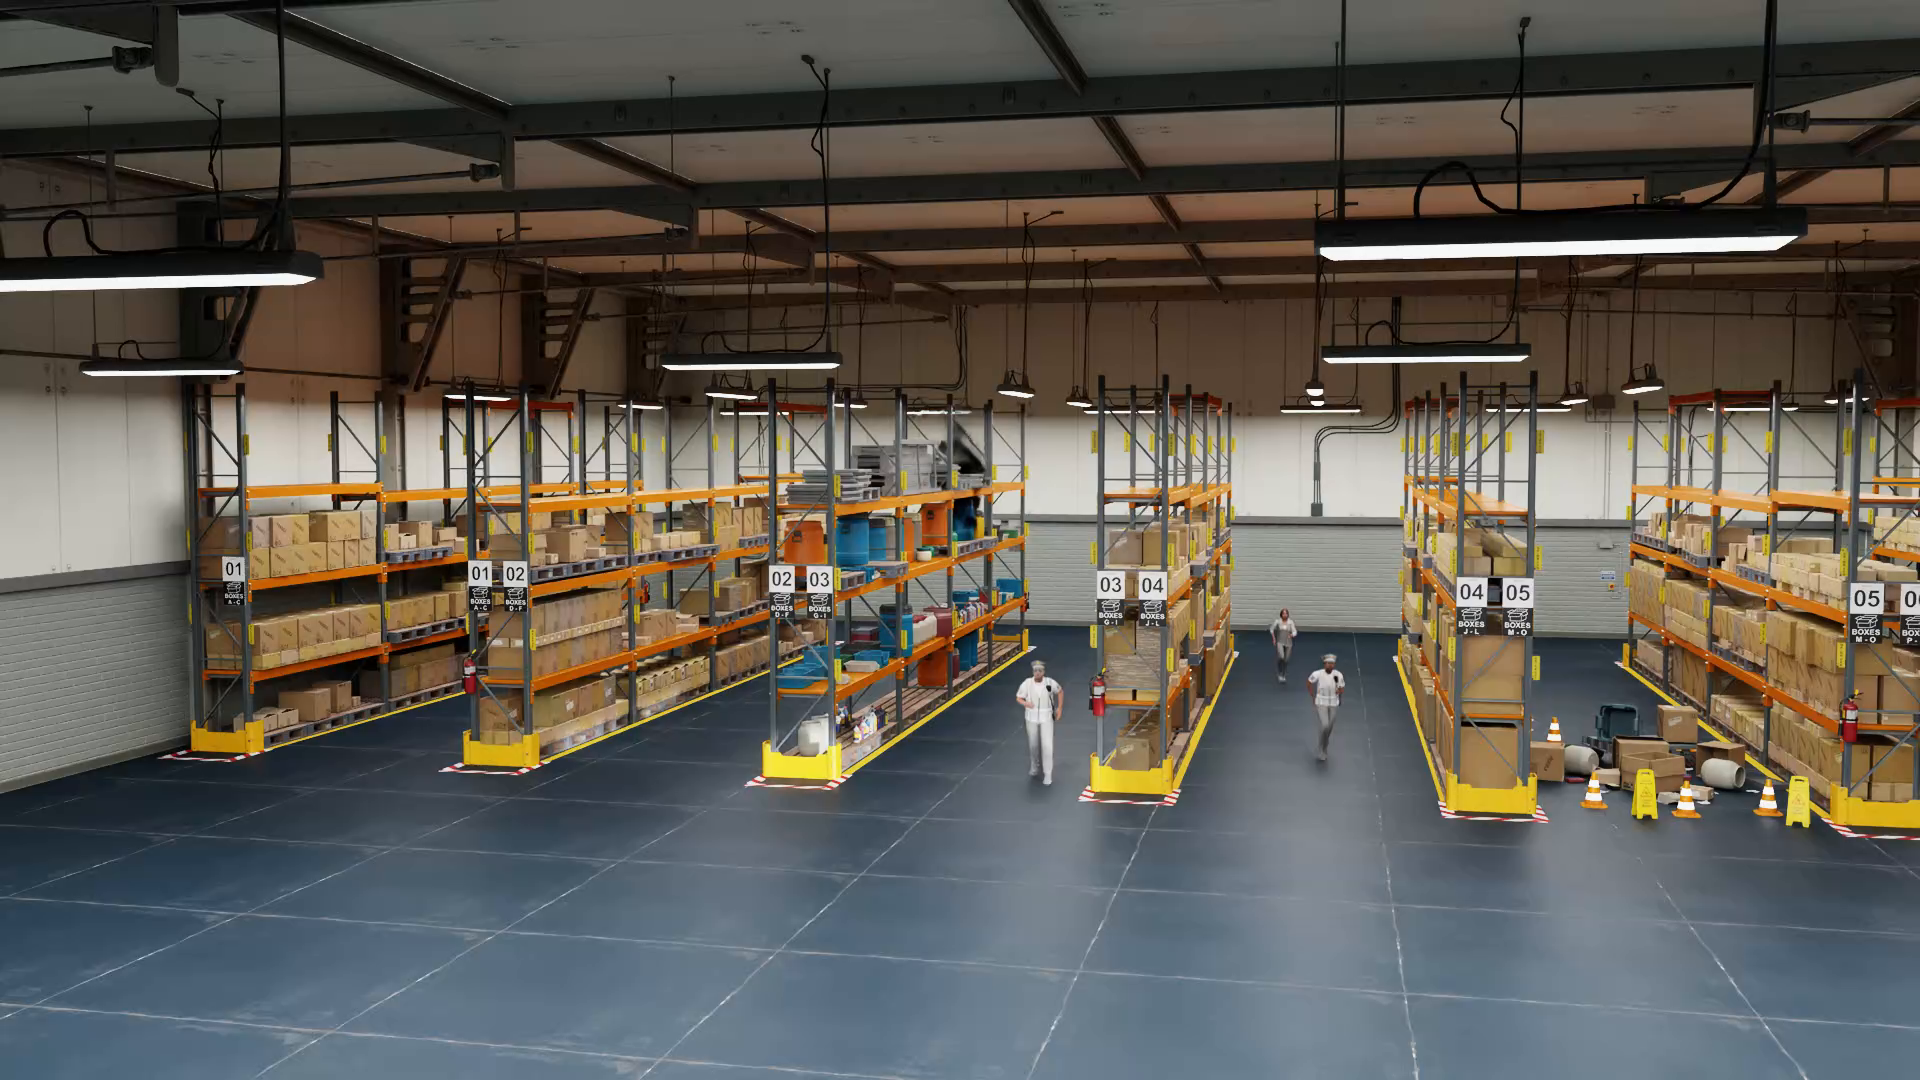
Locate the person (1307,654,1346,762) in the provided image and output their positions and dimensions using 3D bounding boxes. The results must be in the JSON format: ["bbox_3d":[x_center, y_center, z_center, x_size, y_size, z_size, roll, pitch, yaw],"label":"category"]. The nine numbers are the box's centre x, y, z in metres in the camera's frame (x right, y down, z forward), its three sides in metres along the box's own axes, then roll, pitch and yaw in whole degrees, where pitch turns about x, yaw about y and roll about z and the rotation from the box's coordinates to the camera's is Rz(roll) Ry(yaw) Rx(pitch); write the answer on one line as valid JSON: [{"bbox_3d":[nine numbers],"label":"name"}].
[{"bbox_3d":[5.846,2.656,26.488,0.559,1.718,0.760,0,3,-6],"label":"person"}]

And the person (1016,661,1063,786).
[{"bbox_3d":[1.186,2.704,24.819,0.692,1.852,0.812,0,3,7],"label":"person"}]

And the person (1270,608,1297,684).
[{"bbox_3d":[6.780,2.221,34.829,0.532,1.586,0.669,0,3,0],"label":"person"}]
